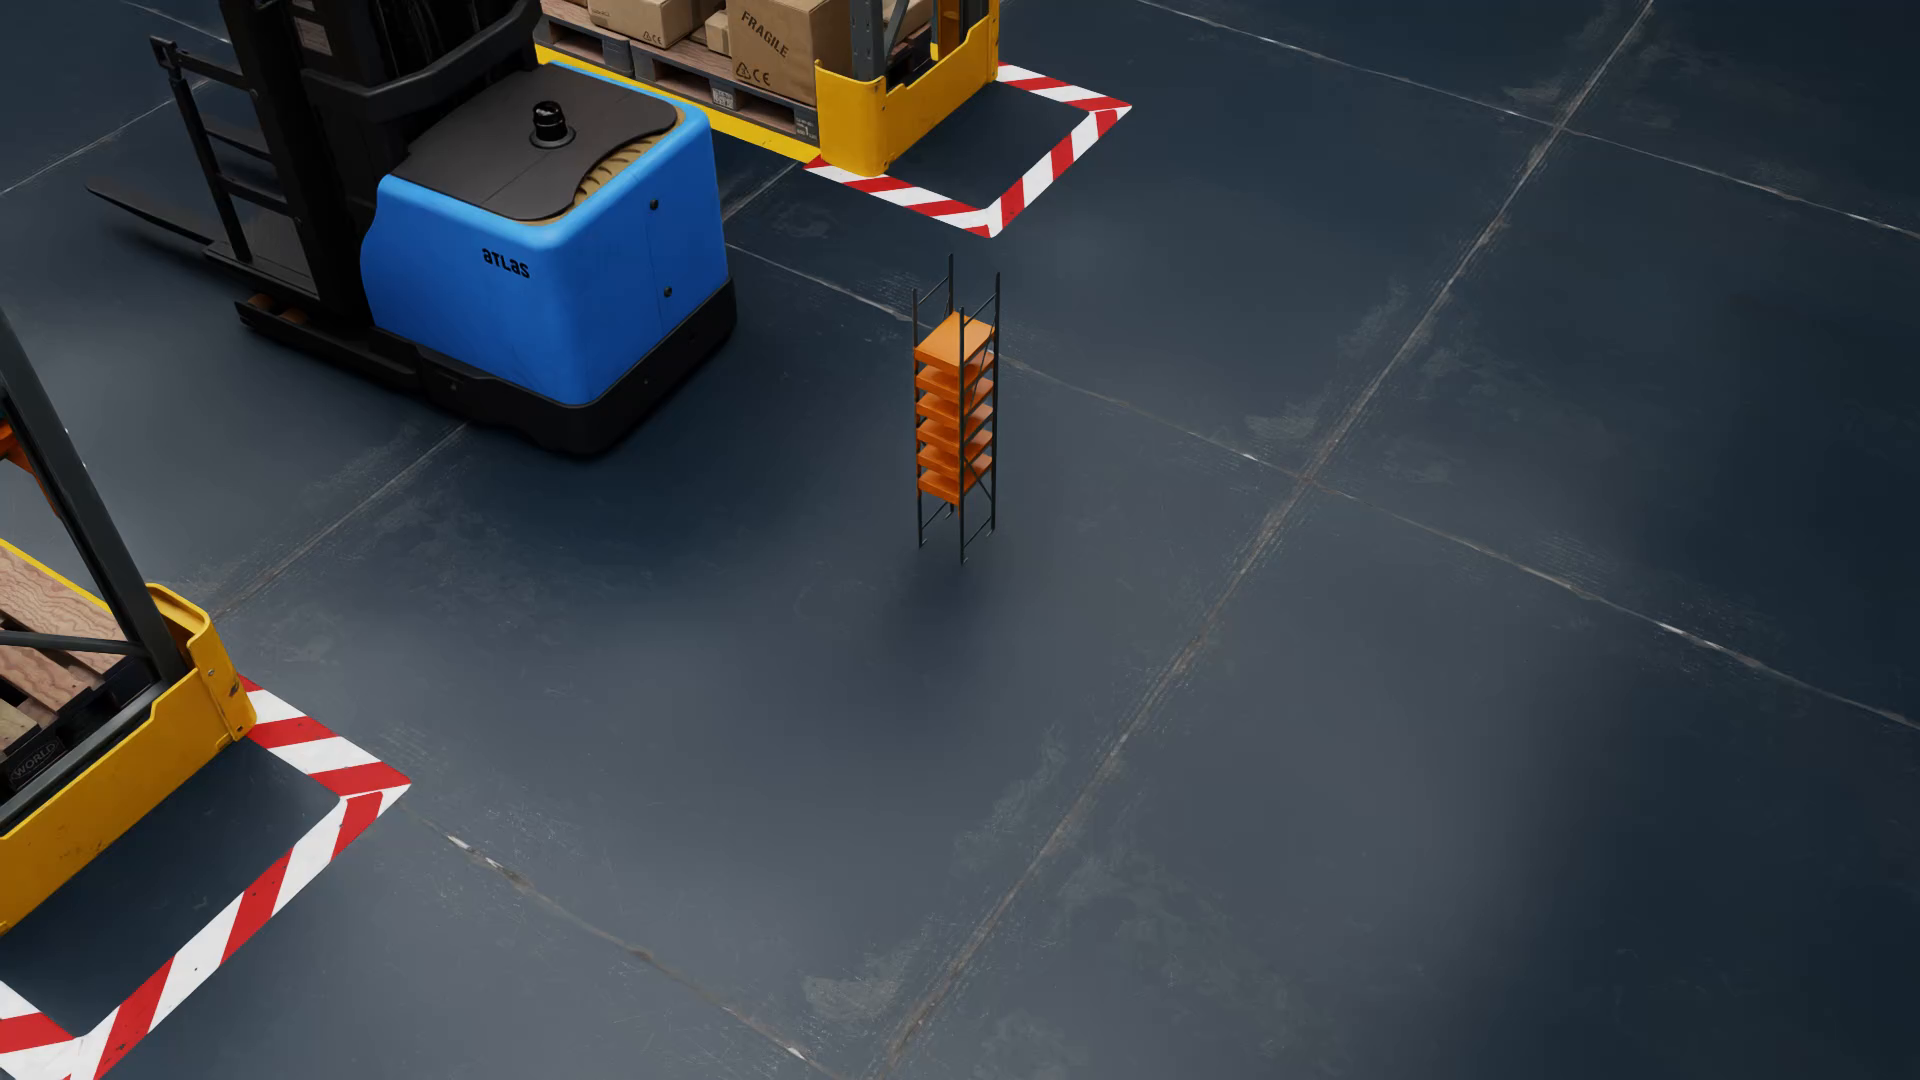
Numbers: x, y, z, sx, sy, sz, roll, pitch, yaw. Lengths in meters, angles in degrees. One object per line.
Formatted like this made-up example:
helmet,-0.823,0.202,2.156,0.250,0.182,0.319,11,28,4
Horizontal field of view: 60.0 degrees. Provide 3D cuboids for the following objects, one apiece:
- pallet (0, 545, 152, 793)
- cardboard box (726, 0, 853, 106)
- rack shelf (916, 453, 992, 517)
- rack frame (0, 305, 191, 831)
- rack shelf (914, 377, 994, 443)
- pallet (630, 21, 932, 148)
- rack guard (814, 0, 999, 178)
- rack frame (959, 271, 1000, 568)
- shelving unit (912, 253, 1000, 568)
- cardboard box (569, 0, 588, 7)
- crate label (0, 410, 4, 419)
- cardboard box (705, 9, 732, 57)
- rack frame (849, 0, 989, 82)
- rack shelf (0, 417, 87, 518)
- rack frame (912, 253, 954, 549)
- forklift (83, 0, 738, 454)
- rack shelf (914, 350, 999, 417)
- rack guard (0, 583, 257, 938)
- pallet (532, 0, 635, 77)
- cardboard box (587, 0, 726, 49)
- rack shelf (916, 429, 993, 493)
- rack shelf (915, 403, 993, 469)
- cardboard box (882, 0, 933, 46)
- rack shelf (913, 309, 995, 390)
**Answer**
pallet,-3.526,0.472,5.644,1.213,0.211,1.003,25,51,22
cardboard box,-0.766,-2.489,8.014,0.500,0.500,0.500,25,51,22
rack shelf,-0.012,-0.226,6.029,0.180,0.103,0.258,25,51,22
rack frame,-2.853,-0.157,4.311,0.127,3.000,1.000,25,51,22
rack shelf,-0.012,-0.476,5.771,0.180,0.103,0.258,25,51,22
pallet,-0.911,-2.511,8.543,1.213,0.211,1.003,25,51,22
rack guard,-0.239,-2.304,8.140,0.348,0.500,1.175,25,51,22
rack frame,0.065,-0.388,5.791,0.006,1.200,0.240,25,51,22
shelving unit,-0.012,-0.424,5.825,0.189,1.200,0.258,25,51,22
cardboard box,-1.958,-3.253,8.754,0.637,0.503,0.797,25,51,22
crate label,-2.883,-0.414,4.635,0.303,0.233,0.416,25,51,22
cardboard box,-1.058,-2.584,8.339,0.250,0.166,0.380,25,51,22
rack frame,-0.175,-3.145,7.215,0.127,3.000,1.000,25,51,22
rack shelf,-4.536,-0.680,5.321,4.000,0.370,1.077,25,51,22
rack frame,-0.089,-0.459,5.860,0.006,1.200,0.240,25,51,22
forklift,-2.479,-2.143,6.288,3.031,2.935,1.130,22,50,20
rack shelf,-0.012,-0.560,5.685,0.180,0.103,0.258,25,51,22
rack guard,-2.825,0.716,5.206,0.348,0.500,1.175,25,51,22
pallet,-1.934,-2.984,9.003,1.213,0.211,1.003,25,51,22
cardboard box,-1.549,-2.788,8.478,0.500,0.250,0.500,25,51,22
rack shelf,-0.012,-0.309,5.943,0.180,0.103,0.258,25,51,22
rack shelf,-0.012,-0.393,5.857,0.180,0.103,0.258,25,51,22
cardboard box,-0.342,-2.675,8.439,0.250,0.149,0.380,25,51,22
rack shelf,-0.012,-0.644,5.599,0.180,0.103,0.258,25,51,22
